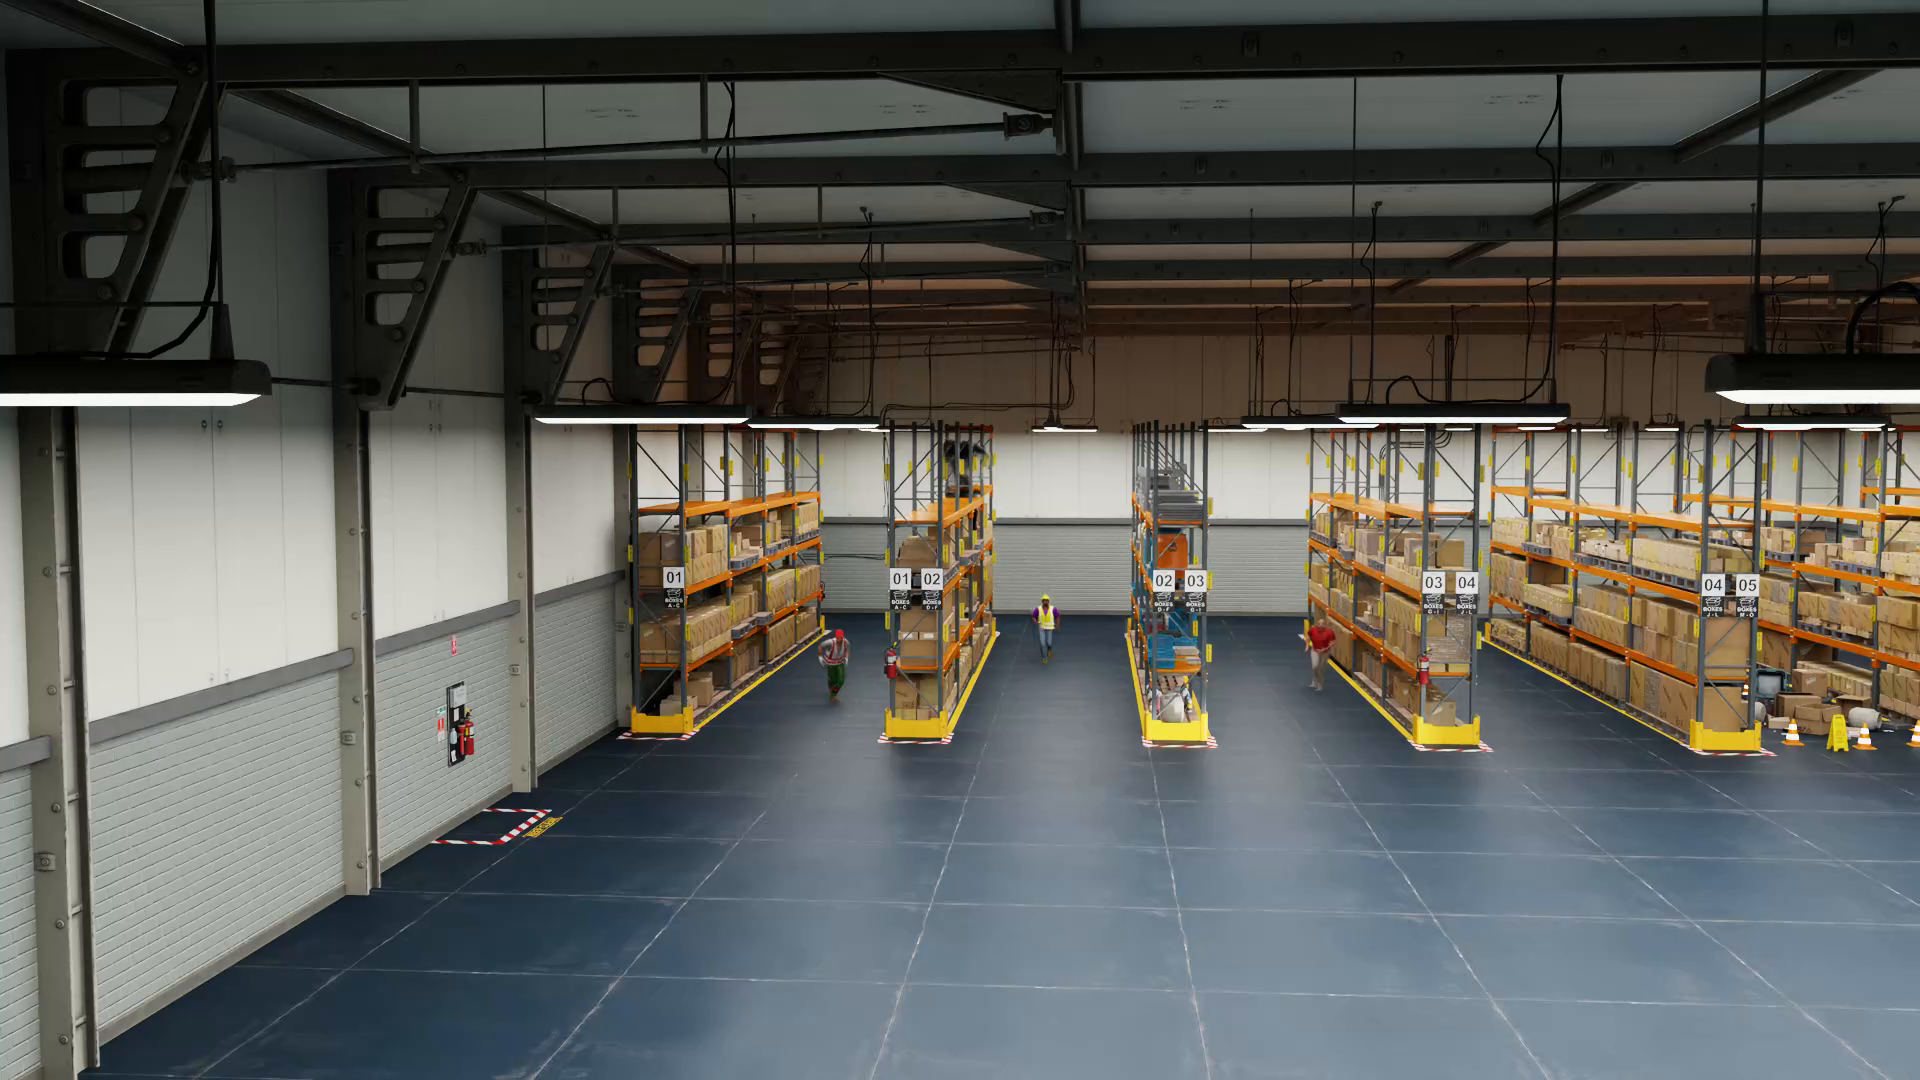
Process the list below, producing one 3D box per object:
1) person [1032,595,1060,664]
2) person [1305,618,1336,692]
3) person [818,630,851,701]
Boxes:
[{"bbox_3d":[2.145,2.238,41.557,0.700,1.720,0.582,0,4,3],"label":"person"},{"bbox_3d":[8.100,2.556,37.376,0.680,1.690,0.814,1,4,11],"label":"person"},{"bbox_3d":[-2.699,2.683,35.677,0.686,1.583,0.894,-1,4,-22],"label":"person"}]
